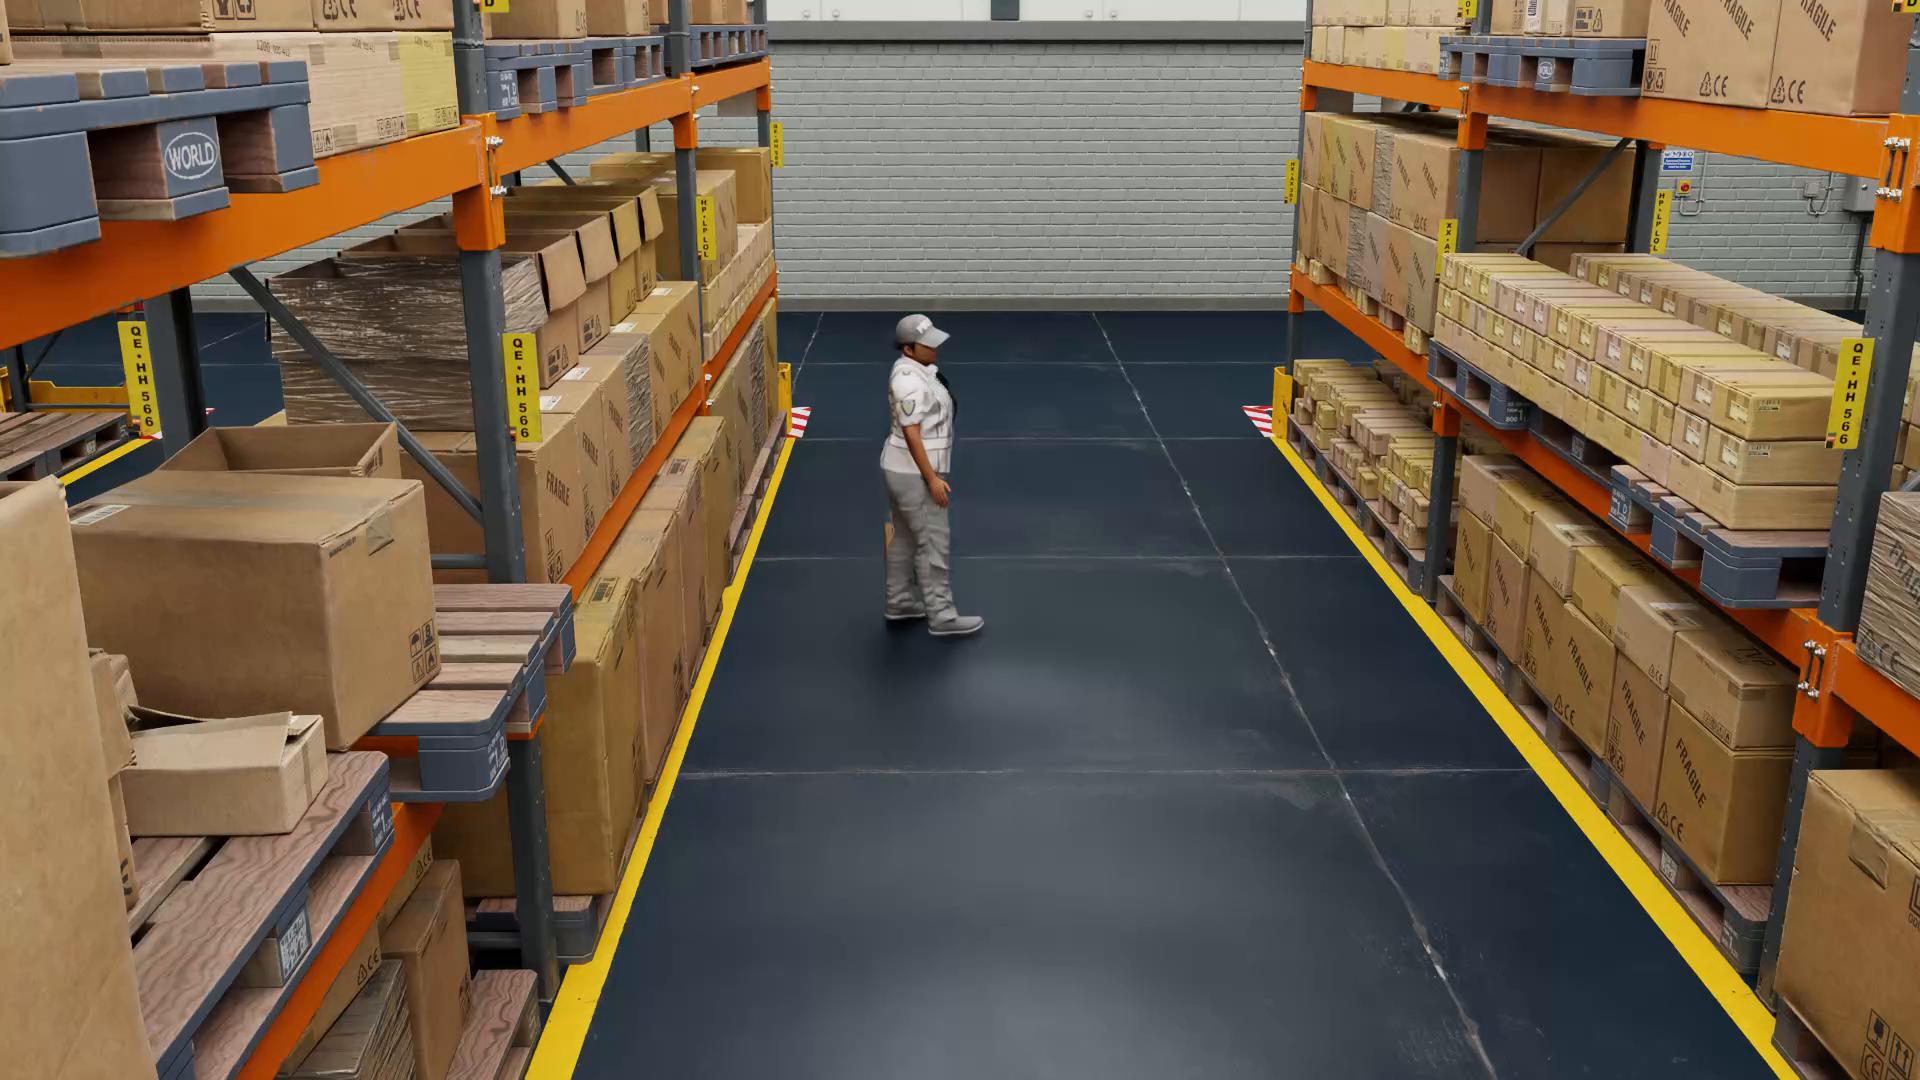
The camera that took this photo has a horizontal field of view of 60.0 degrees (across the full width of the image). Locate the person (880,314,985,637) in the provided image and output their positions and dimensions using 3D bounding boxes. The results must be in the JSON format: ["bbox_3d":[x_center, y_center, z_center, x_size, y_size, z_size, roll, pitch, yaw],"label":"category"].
[{"bbox_3d":[-0.143,-0.335,8.558,0.536,1.669,0.550,-1,17,-2],"label":"person"}]
